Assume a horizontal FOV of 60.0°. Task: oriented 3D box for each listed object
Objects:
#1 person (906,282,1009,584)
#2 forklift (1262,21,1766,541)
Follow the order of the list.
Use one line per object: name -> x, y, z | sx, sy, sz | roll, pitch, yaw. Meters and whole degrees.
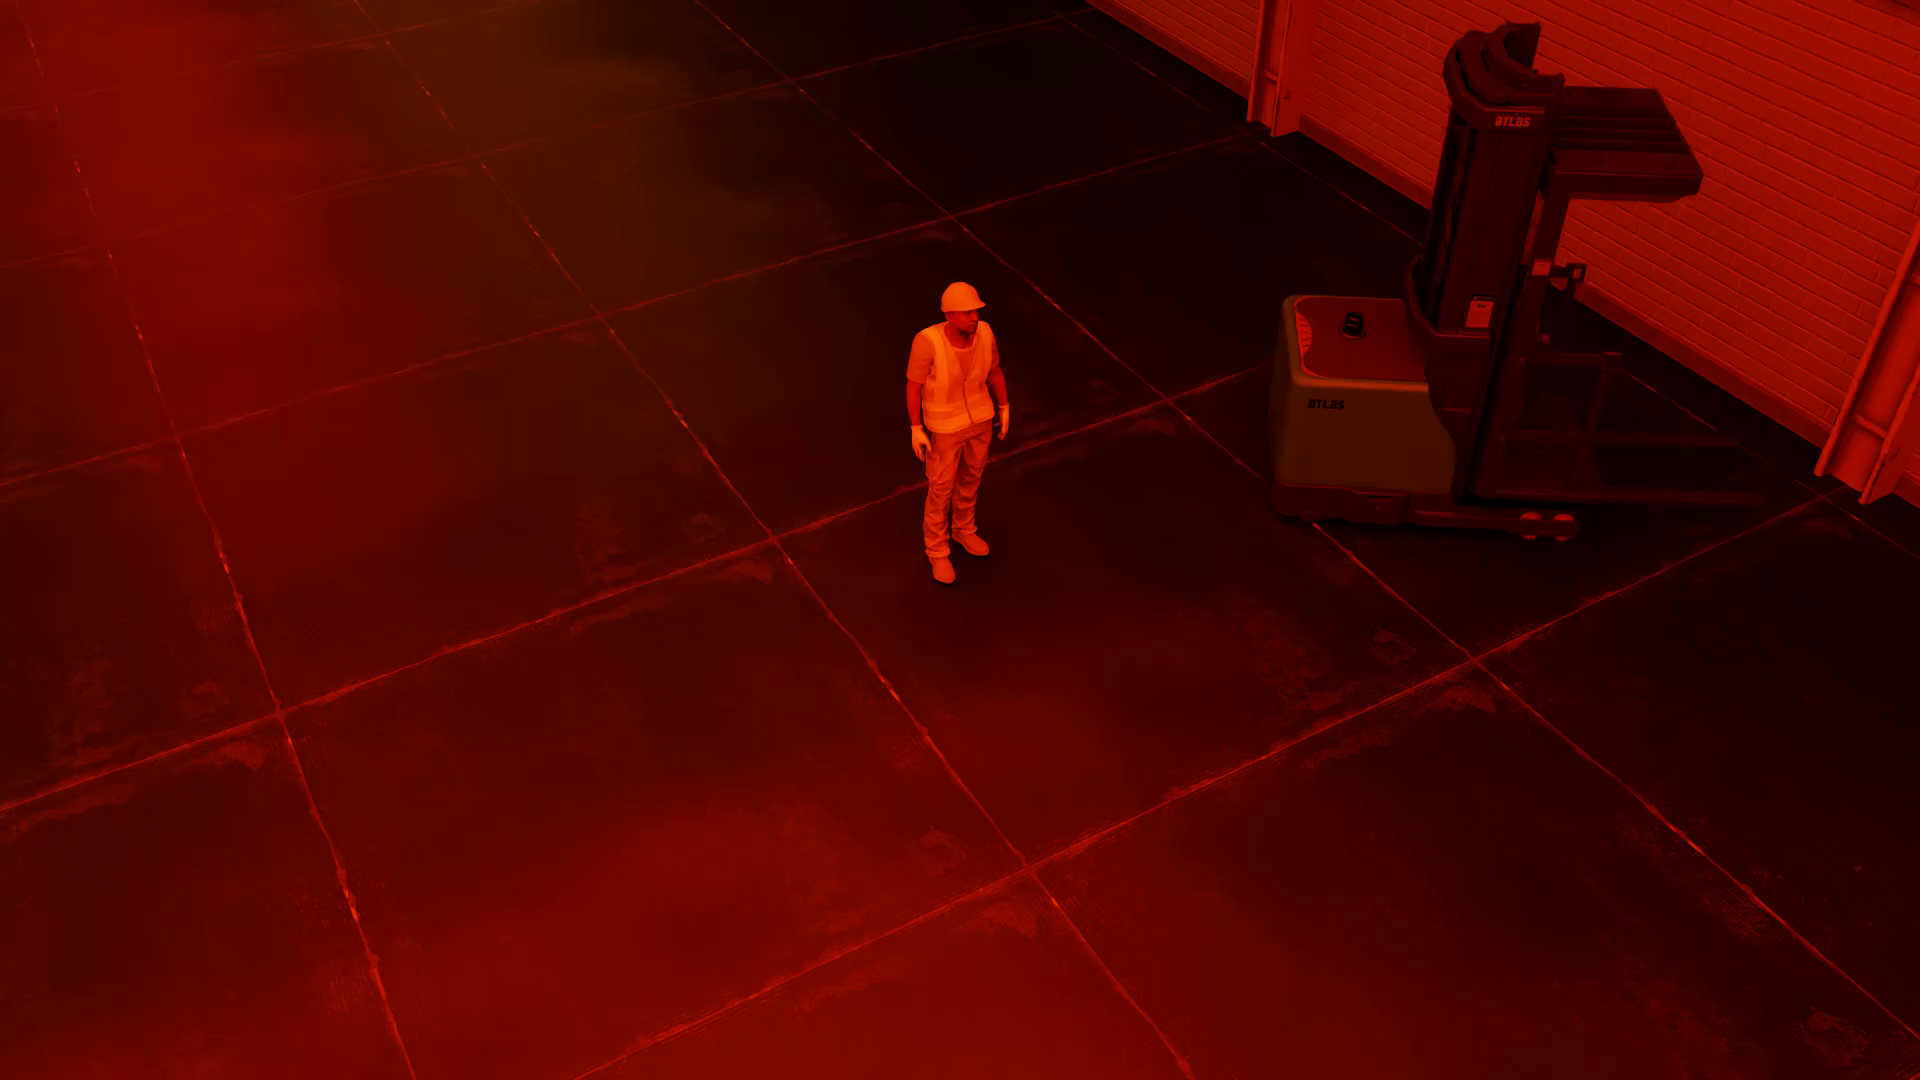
person -> 0.028, -0.650, 9.707 | 0.656, 1.782, 0.577 | -20, 44, -23
forklift -> 3.498, -1.481, 9.822 | 3.031, 2.935, 1.130 | 3, 40, 4
